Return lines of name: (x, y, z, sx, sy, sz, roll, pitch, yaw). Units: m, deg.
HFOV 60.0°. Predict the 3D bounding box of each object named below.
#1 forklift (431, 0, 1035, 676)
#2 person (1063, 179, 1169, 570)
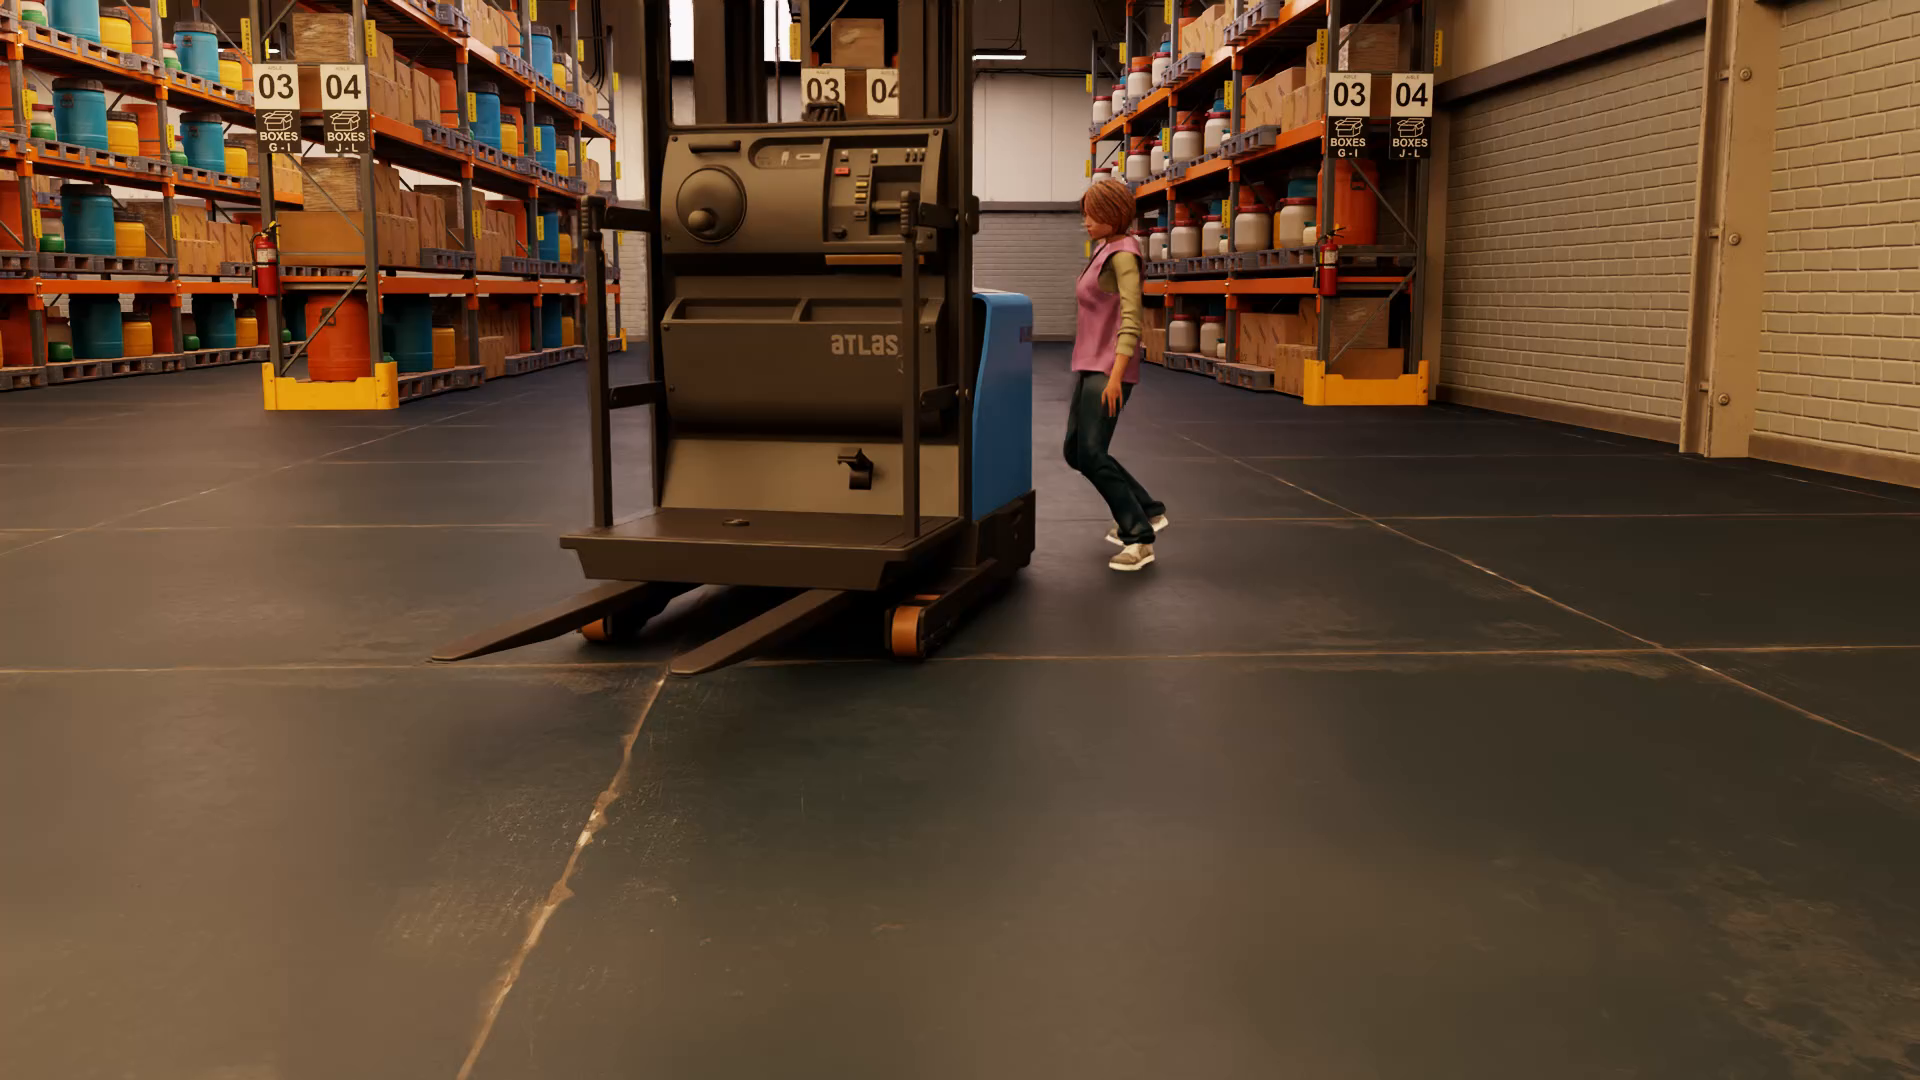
forklift: (-0.559, -1.156, 5.115, 1.130, 2.935, 3.031, 2, 9, 14)
person: (0.652, -0.672, 6.747, 0.446, 1.509, 0.745, 0, 8, 1)
